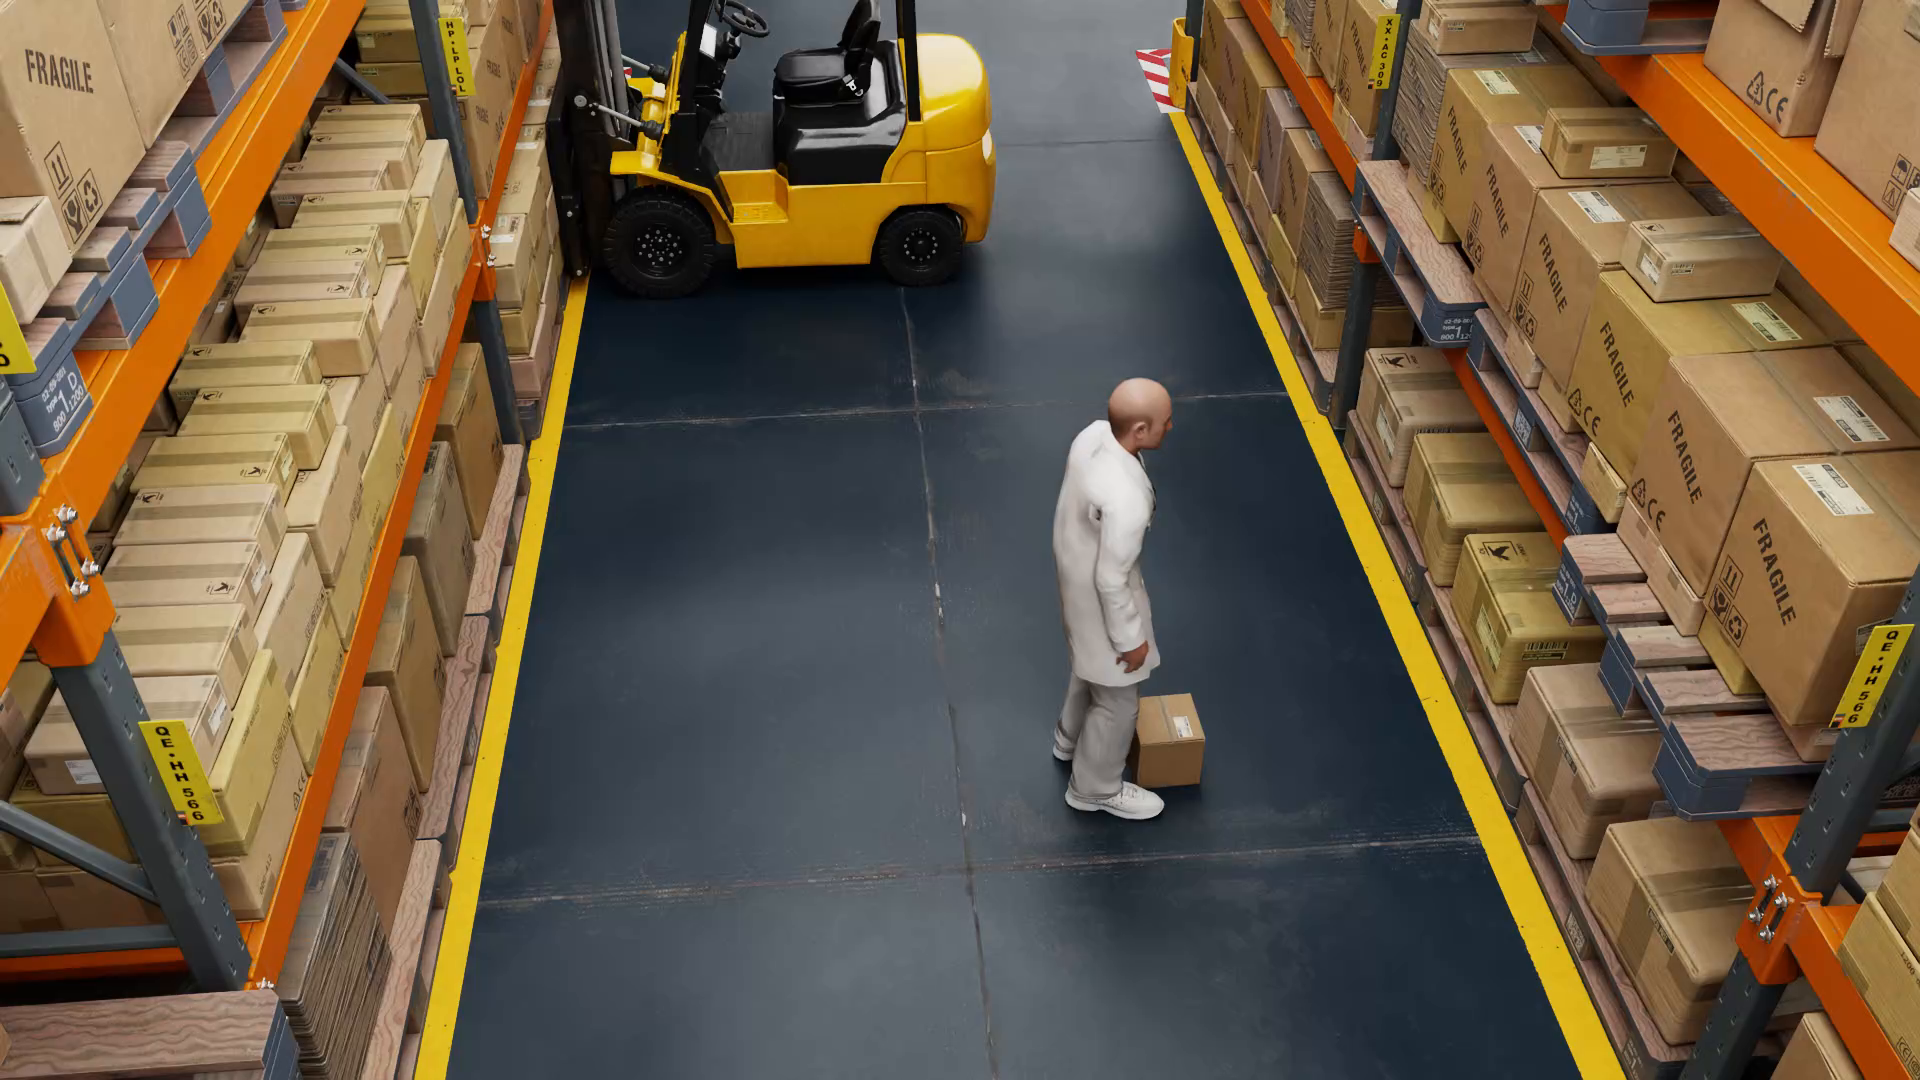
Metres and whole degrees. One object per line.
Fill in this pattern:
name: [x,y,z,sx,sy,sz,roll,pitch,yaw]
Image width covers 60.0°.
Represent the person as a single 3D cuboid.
person: [0.540,0.197,5.919,0.416,1.774,0.643,-3,39,-4]
